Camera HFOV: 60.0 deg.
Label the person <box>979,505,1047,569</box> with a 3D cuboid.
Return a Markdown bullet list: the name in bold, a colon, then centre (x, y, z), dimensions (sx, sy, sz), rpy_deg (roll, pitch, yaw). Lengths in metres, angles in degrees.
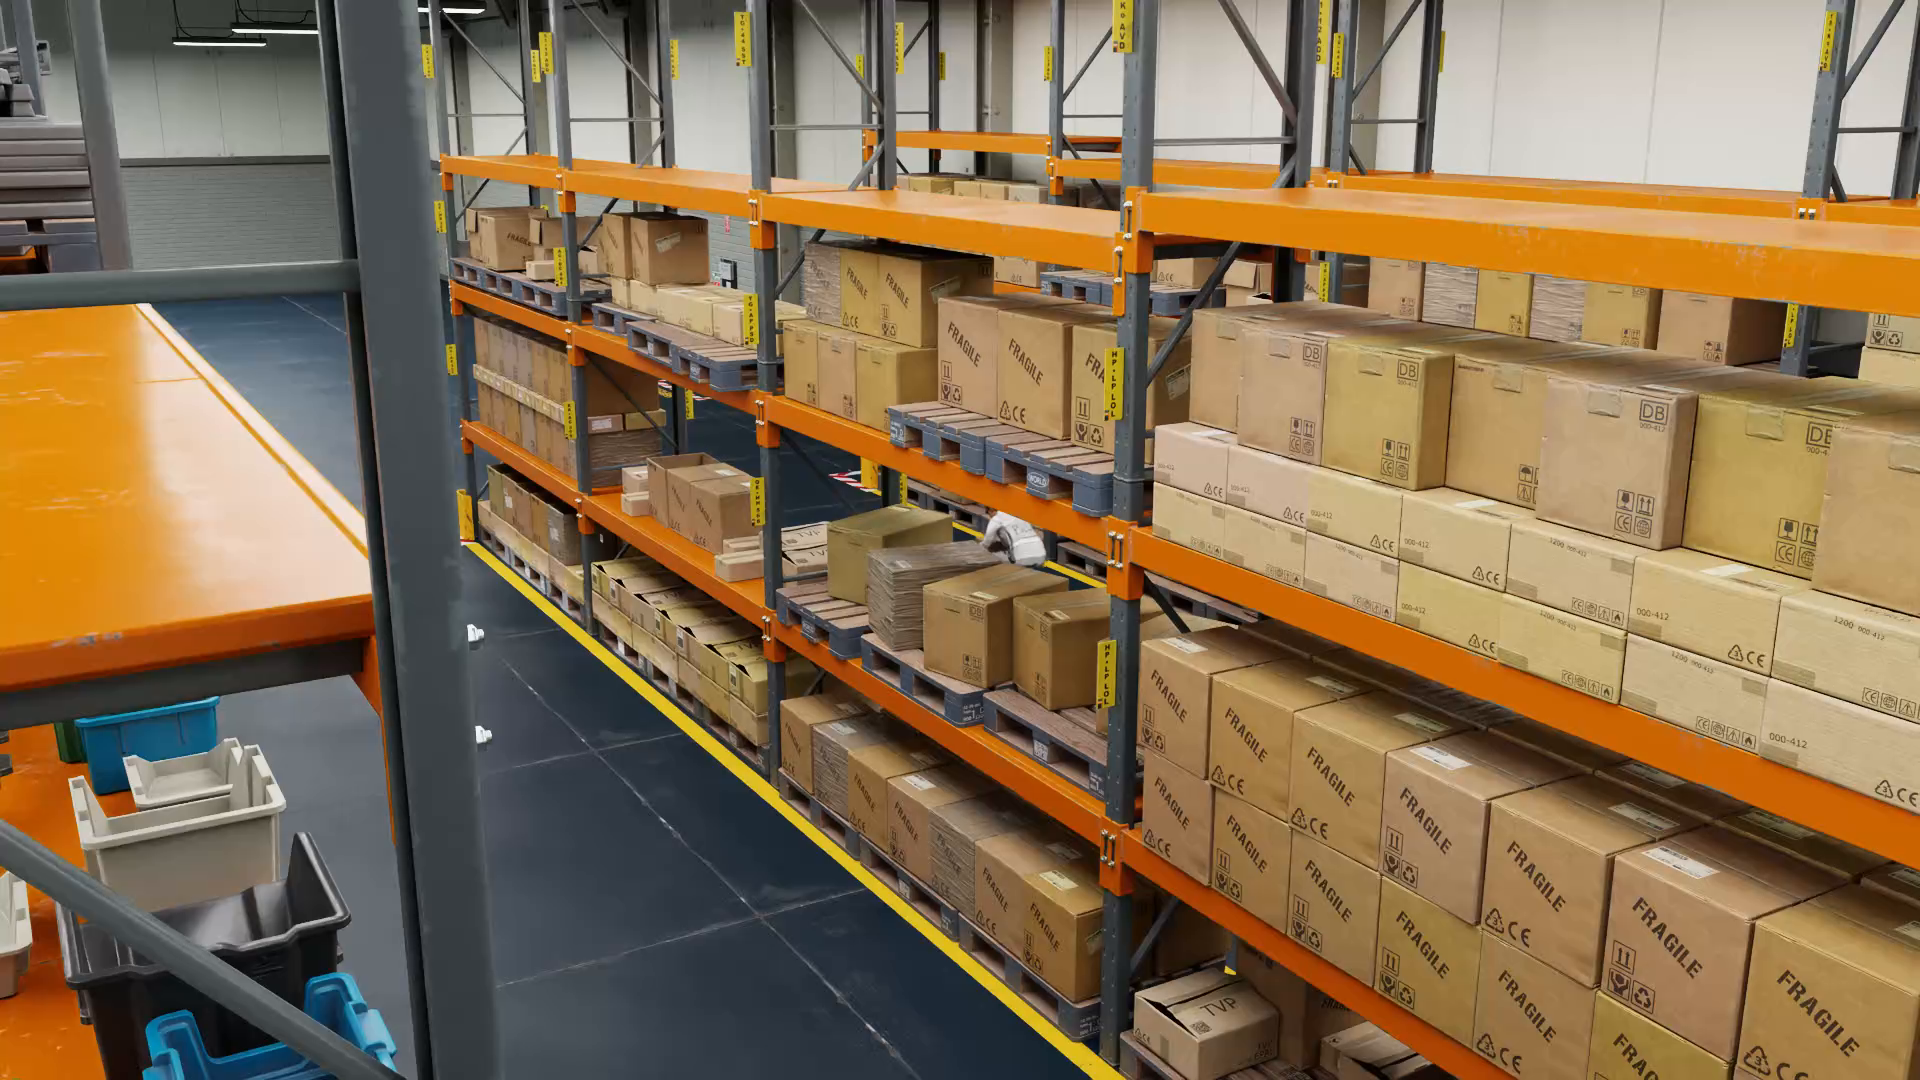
- **person**: centre (0.501, 0.039, 16.257), dimensions (0.494, 0.961, 0.830), rpy_deg (-9, 17, -30)
